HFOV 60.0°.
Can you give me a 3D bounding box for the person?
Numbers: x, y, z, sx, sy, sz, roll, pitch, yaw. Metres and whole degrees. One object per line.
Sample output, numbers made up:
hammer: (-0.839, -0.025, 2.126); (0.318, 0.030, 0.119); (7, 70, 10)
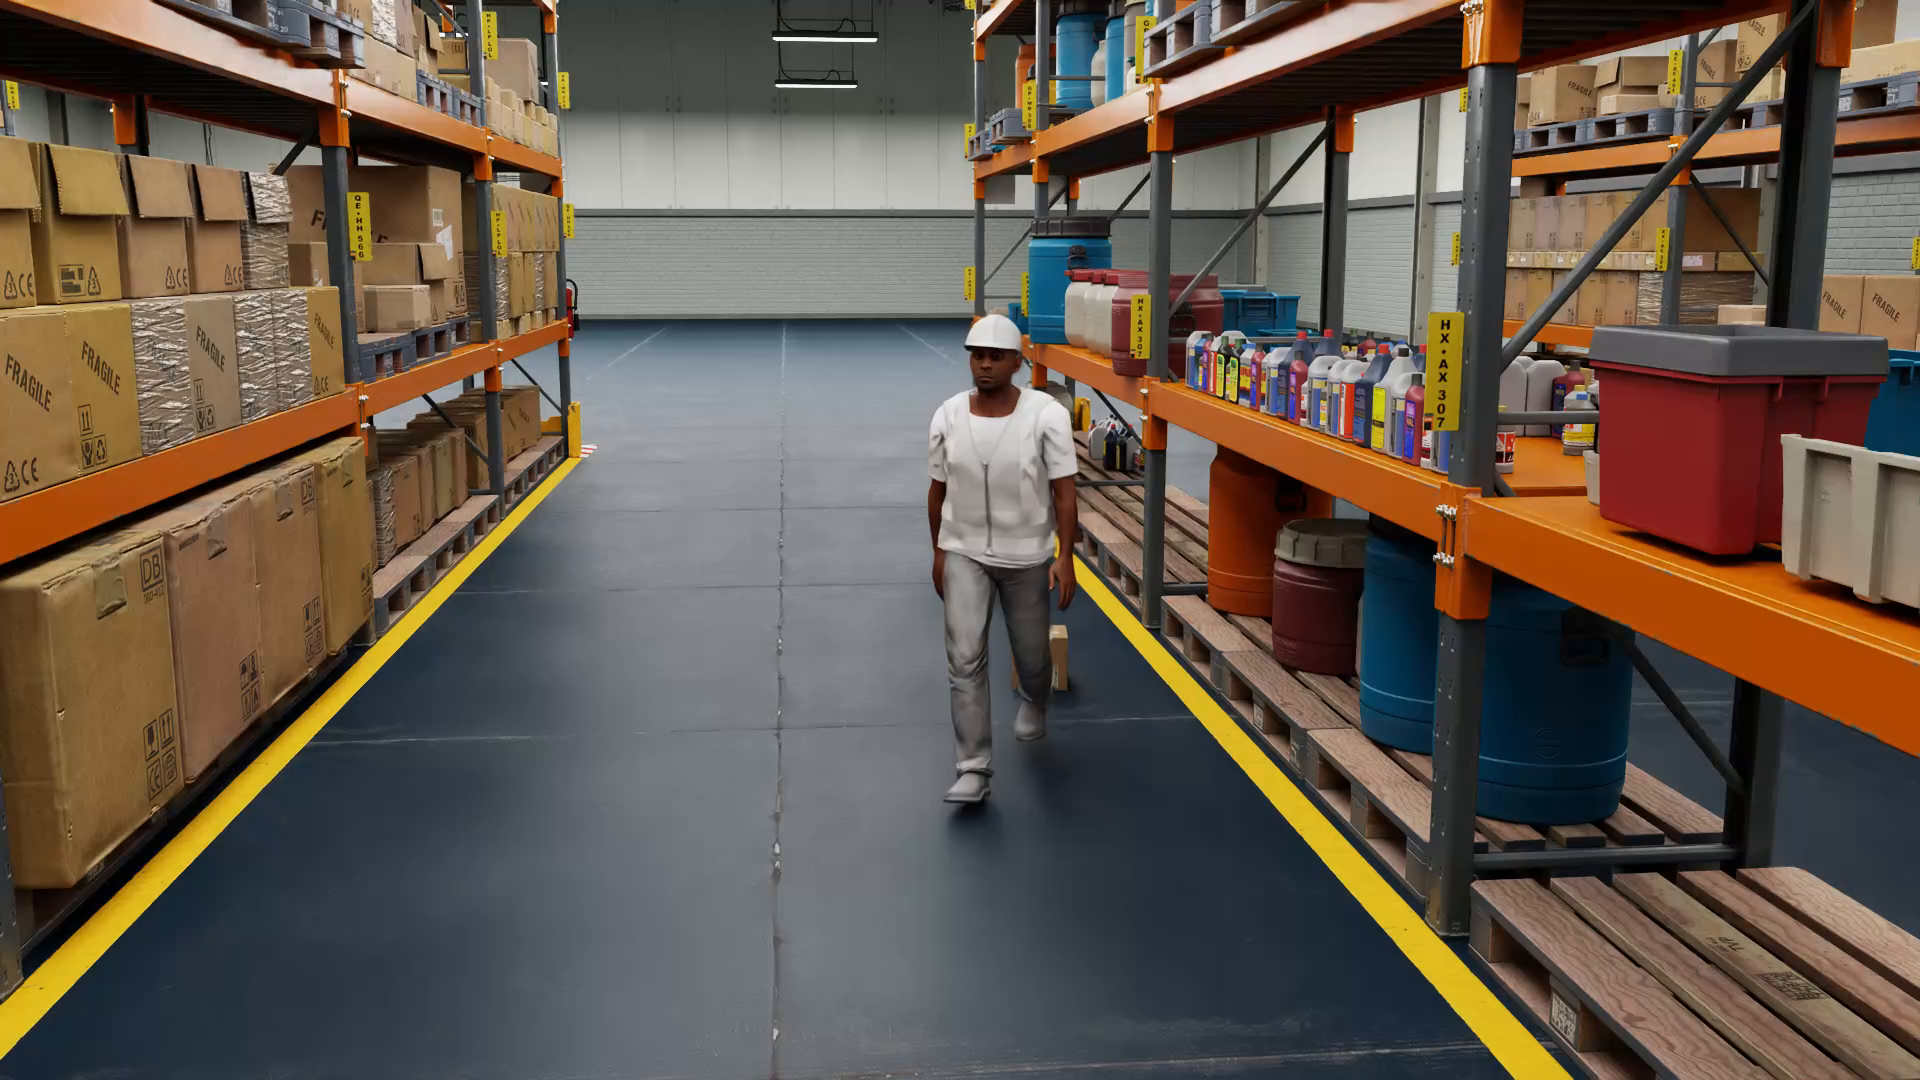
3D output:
person: (0.152, 0.045, 6.097); (0.573, 1.734, 0.959); (2, 10, 10)
